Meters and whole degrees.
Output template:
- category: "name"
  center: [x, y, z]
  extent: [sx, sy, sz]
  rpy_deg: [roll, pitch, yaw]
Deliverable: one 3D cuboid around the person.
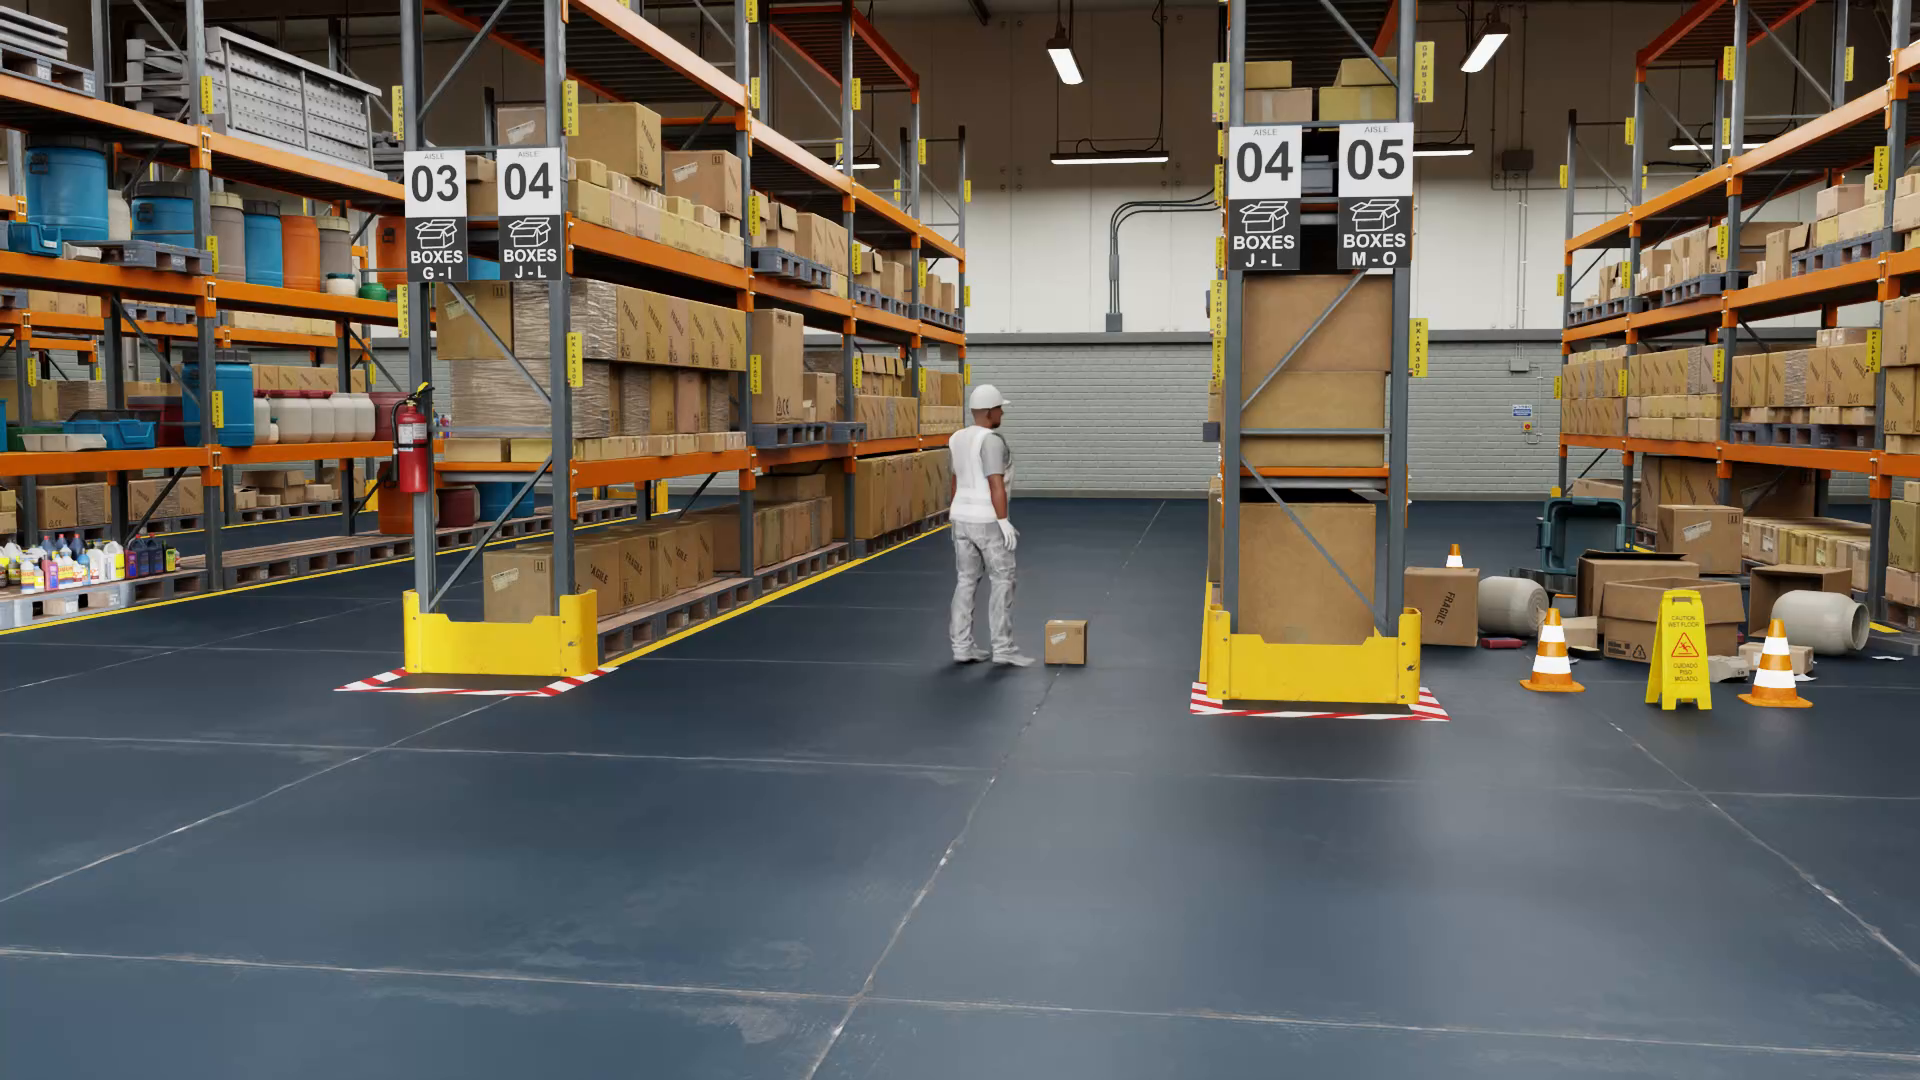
- category: "person"
  center: [0.168, -0.096, 10.734]
  extent: [0.438, 1.810, 0.650]
  rpy_deg: [-3, 5, -33]
